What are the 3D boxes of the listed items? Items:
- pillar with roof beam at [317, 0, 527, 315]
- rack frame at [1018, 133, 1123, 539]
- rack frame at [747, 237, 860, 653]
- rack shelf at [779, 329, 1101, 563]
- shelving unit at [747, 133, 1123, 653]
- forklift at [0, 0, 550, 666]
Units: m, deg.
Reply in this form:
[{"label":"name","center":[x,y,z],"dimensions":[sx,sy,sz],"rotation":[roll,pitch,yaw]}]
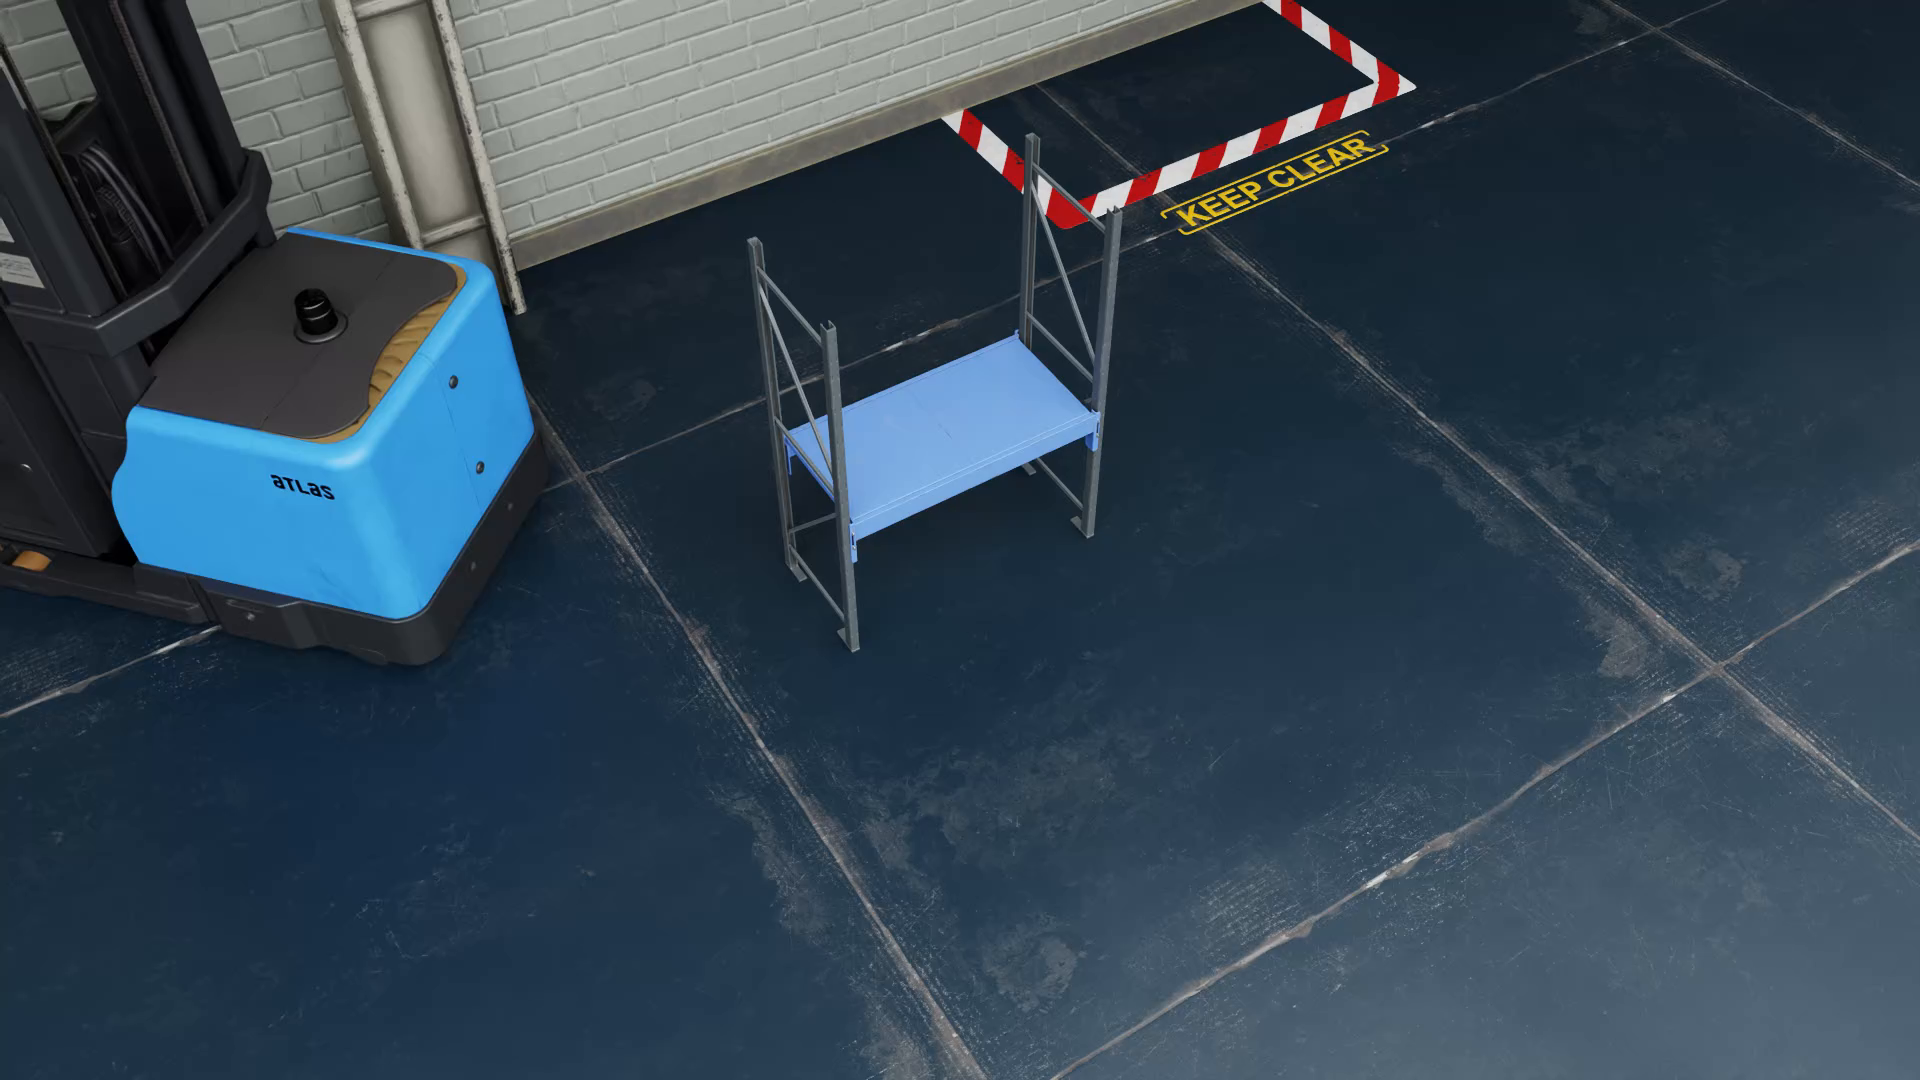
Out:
[{"label":"pillar with roof beam","center":[0.195,-1.274,1.359],"dimensions":[0.400,9.000,9.100],"rotation":[-25,53,-21]},{"label":"rack frame","center":[0.358,-0.667,5.840],"dimensions":[0.032,1.500,0.500],"rotation":[-25,53,-21]},{"label":"rack frame","center":[-0.502,-0.262,5.479],"dimensions":[0.032,1.500,0.500],"rotation":[-25,53,-21]},{"label":"rack shelf","center":[-0.072,-0.345,5.794],"dimensions":[1.000,0.185,0.538],"rotation":[-25,53,-21]},{"label":"shelving unit","center":[-0.072,-0.465,5.660],"dimensions":[1.048,1.500,0.538],"rotation":[-25,53,-21]},{"label":"forklift","center":[-3.147,-1.146,5.308],"dimensions":[3.031,2.935,1.130],"rotation":[11,49,10]}]
